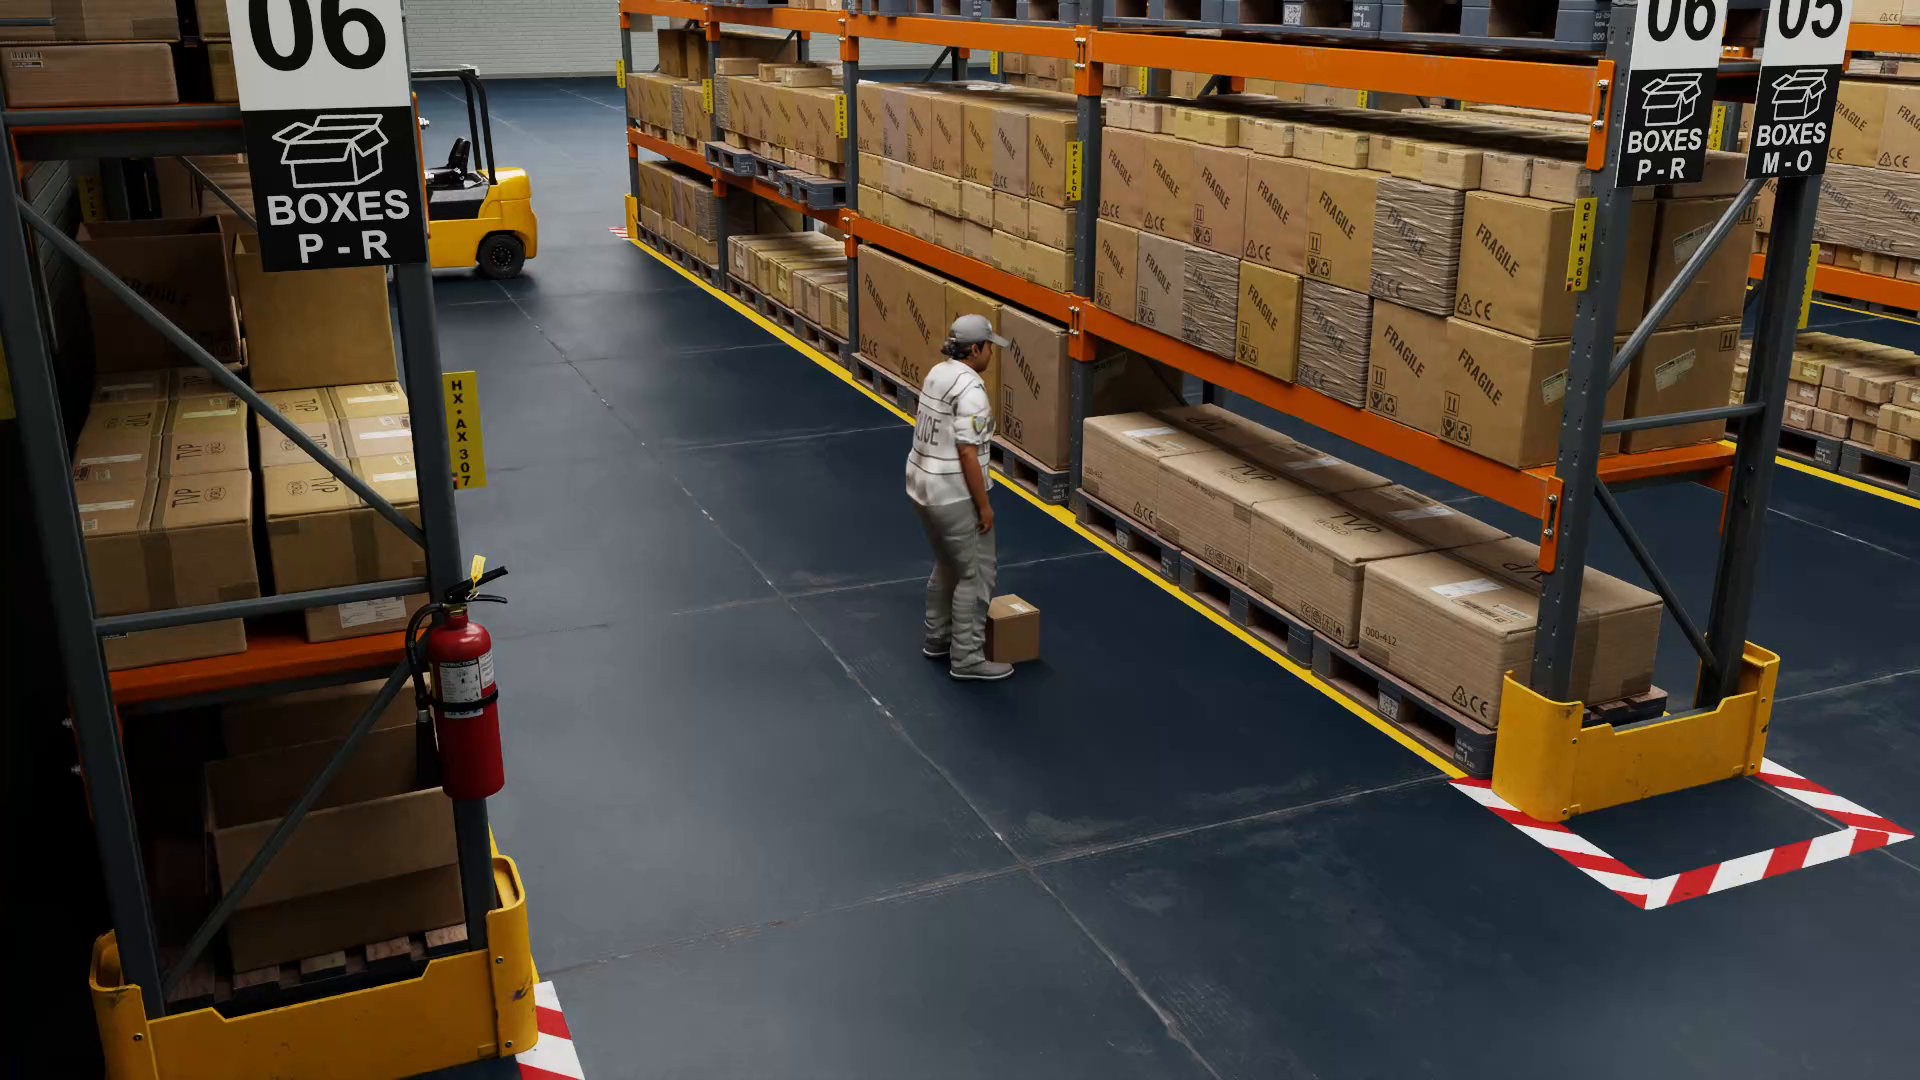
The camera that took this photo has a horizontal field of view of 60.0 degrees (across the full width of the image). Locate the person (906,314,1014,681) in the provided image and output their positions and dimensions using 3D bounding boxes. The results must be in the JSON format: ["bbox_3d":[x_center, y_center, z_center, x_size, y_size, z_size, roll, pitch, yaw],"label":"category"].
[{"bbox_3d":[0.010,-0.204,7.647,0.466,1.666,0.538,-8,20,-22],"label":"person"}]
